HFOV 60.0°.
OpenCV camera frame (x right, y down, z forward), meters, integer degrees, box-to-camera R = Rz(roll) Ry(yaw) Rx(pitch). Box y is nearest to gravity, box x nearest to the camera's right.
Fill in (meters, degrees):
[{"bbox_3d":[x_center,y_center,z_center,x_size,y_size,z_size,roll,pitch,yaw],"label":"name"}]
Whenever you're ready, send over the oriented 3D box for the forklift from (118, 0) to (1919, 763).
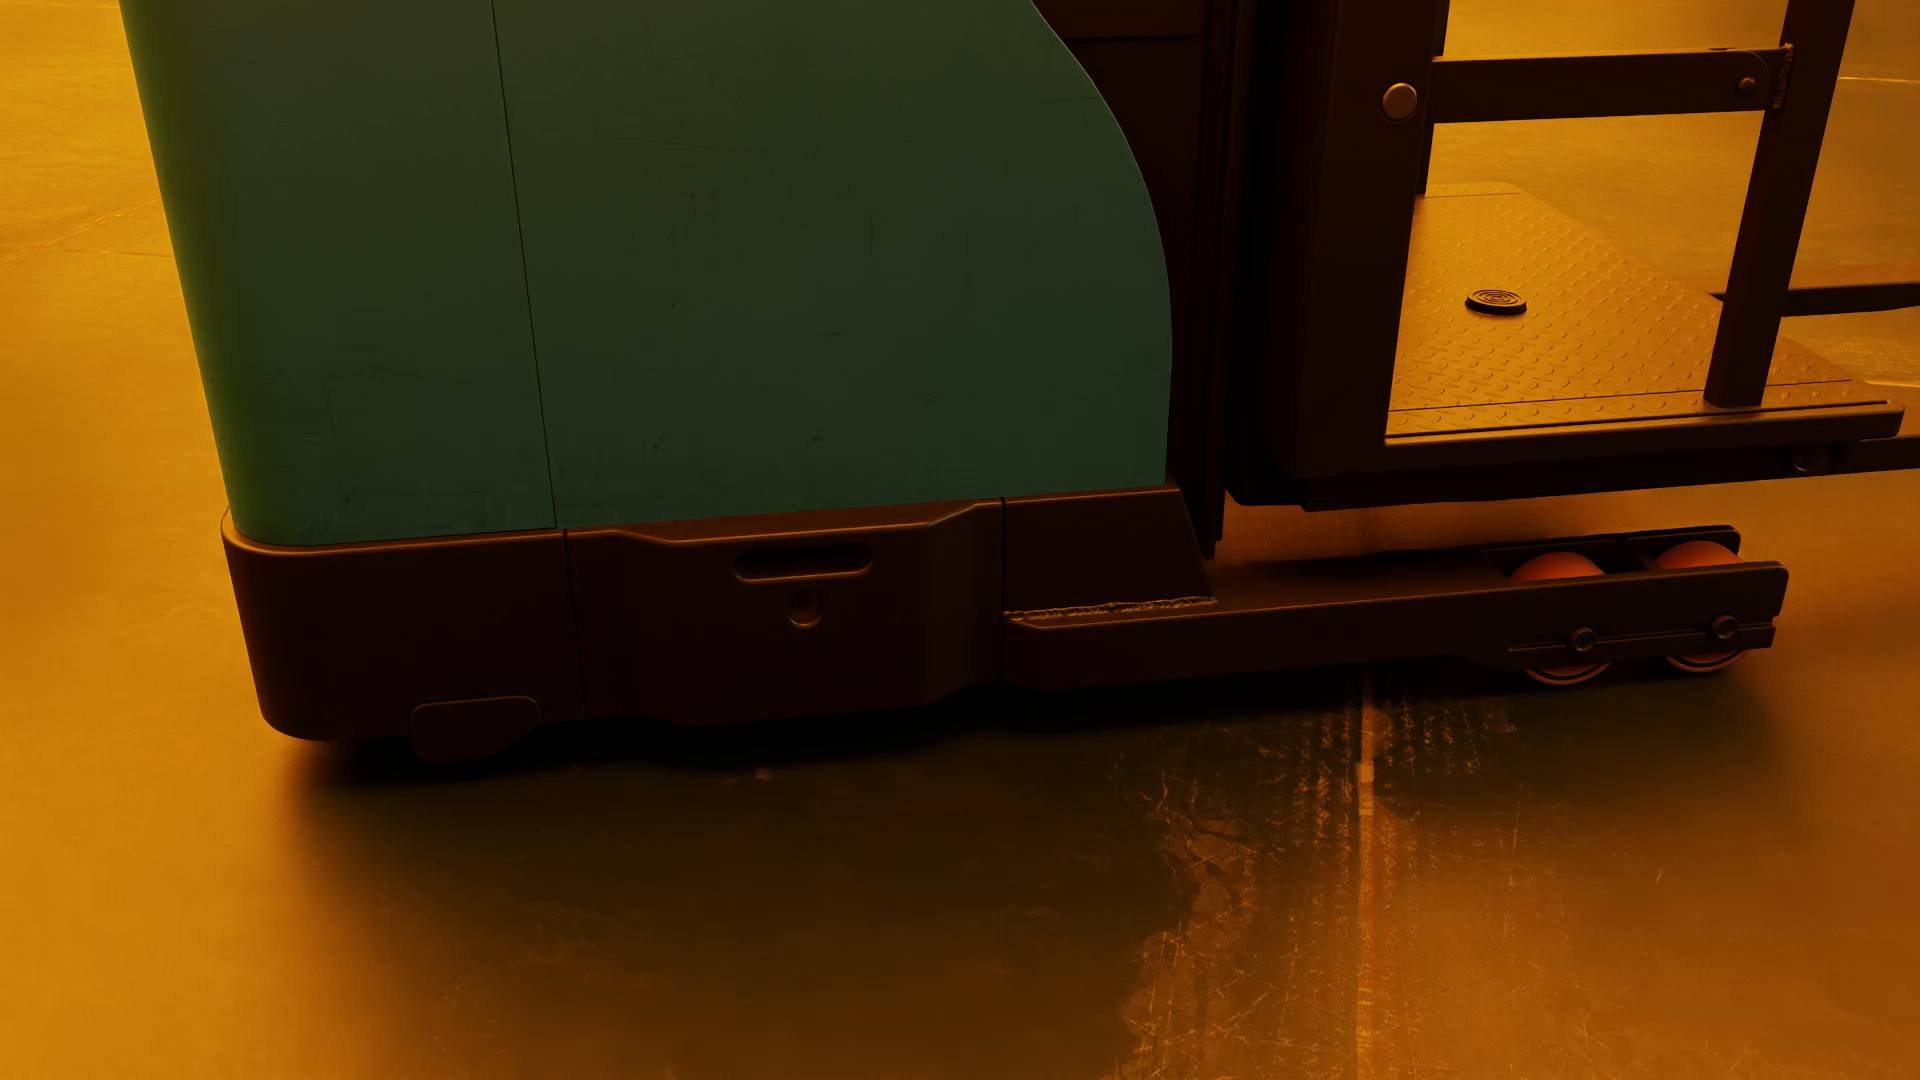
[{"bbox_3d":[0.600,-1.354,1.930,3.031,2.935,1.130,-4,27,-9],"label":"forklift"}]
